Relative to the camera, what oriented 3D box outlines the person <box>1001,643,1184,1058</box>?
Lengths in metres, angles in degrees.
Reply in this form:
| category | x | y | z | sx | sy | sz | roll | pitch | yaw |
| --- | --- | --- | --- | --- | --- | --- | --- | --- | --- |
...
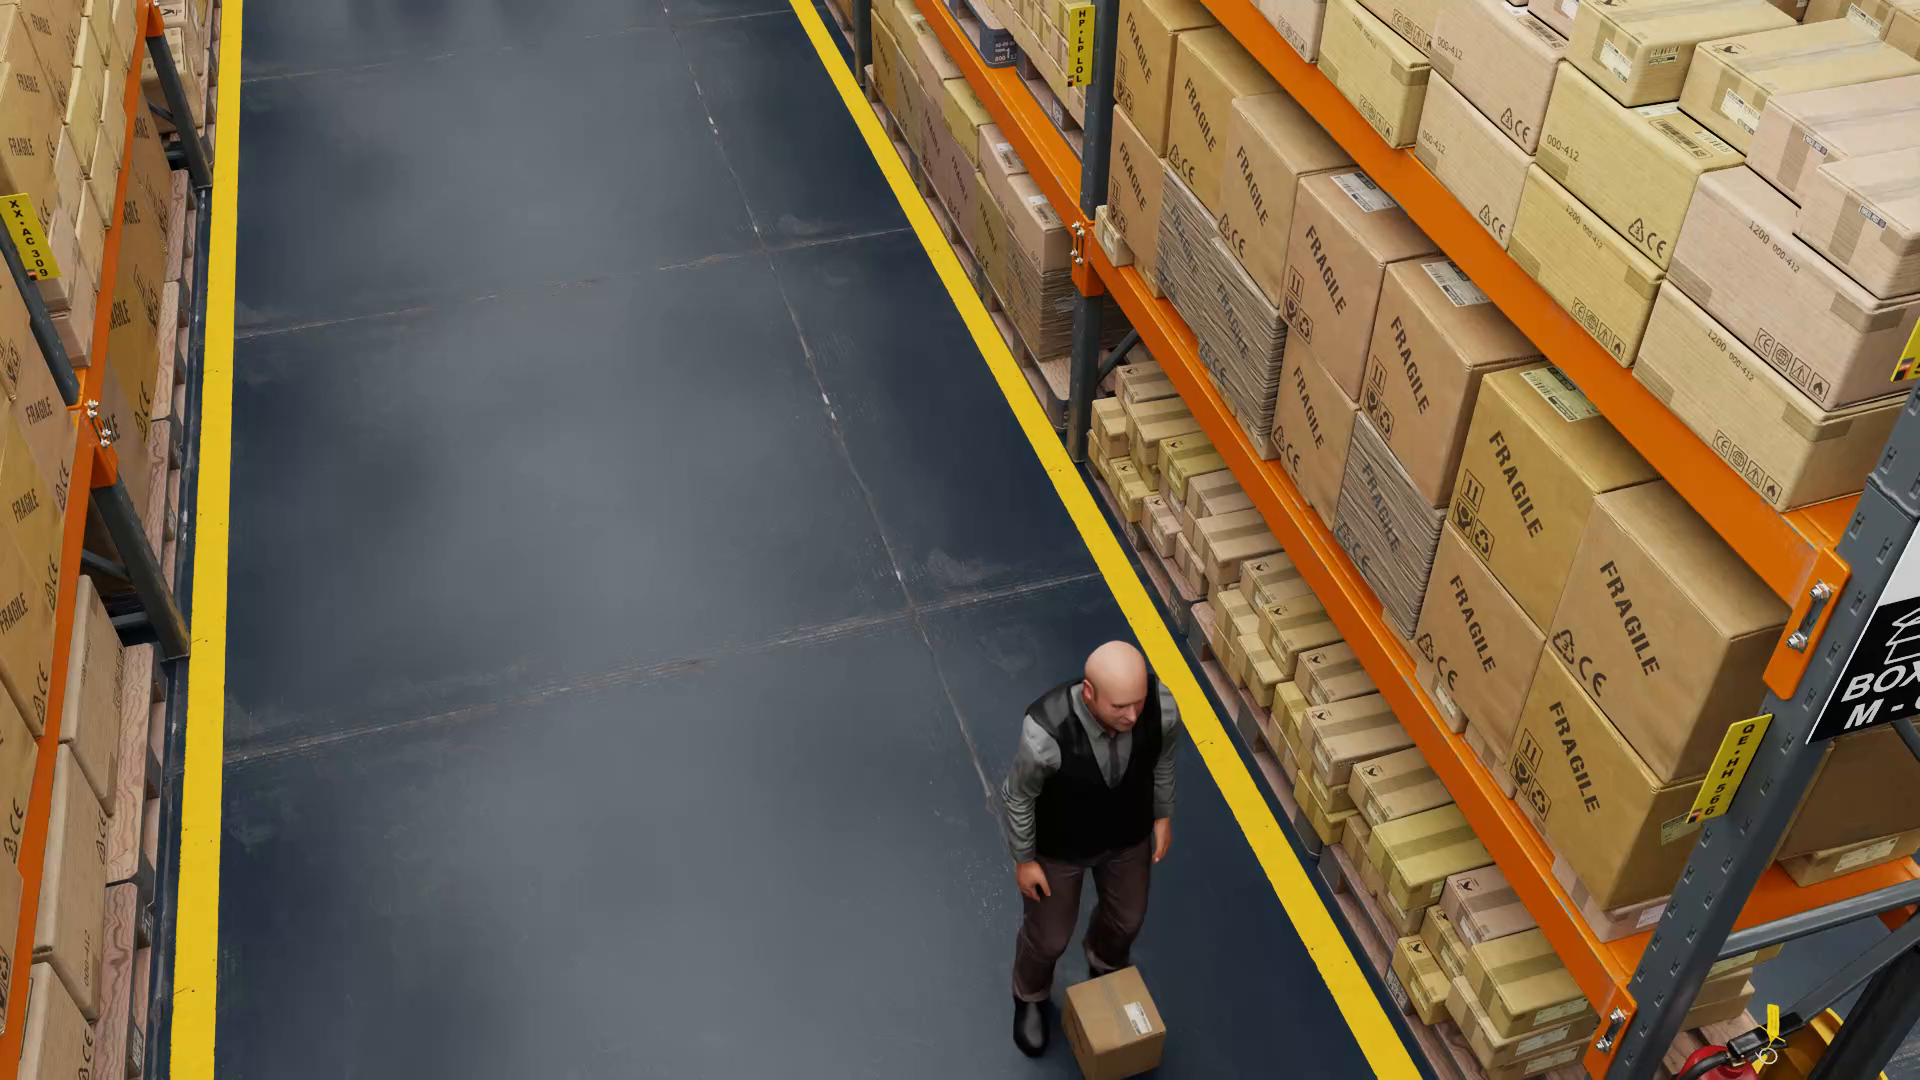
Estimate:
| category | x | y | z | sx | sy | sz | roll | pitch | yaw |
| --- | --- | --- | --- | --- | --- | --- | --- | --- | --- |
| person | 0.401 | 0.907 | 5.170 | 0.579 | 1.719 | 0.423 | -14 | 44 | -15 |
